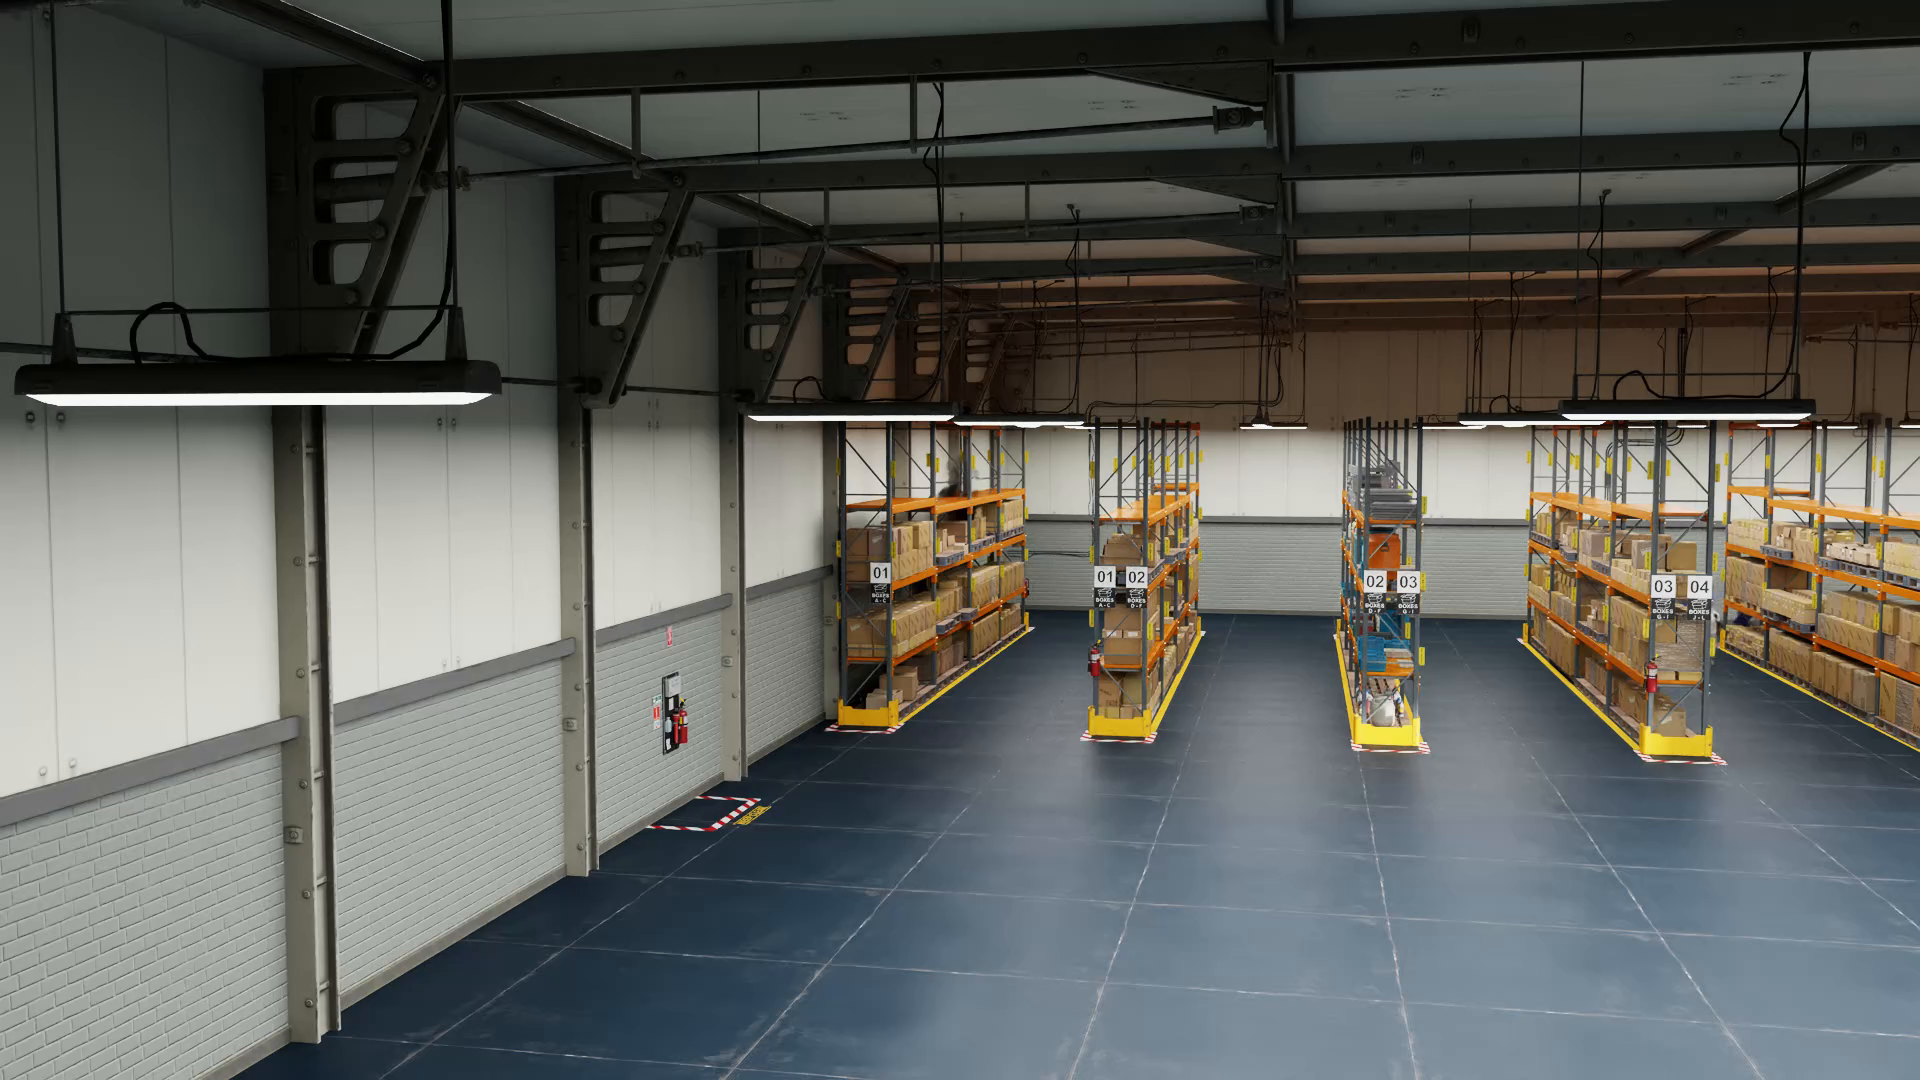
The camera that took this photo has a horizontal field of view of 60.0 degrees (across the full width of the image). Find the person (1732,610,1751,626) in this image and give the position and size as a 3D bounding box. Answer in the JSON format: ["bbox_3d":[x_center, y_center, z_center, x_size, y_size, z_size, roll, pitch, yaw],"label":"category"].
[{"bbox_3d":[21.326,2.024,45.344,0.705,1.484,1.048,-3,5,-43],"label":"person"}]

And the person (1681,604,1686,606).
[{"bbox_3d":[19.290,2.025,44.507,0.690,1.670,0.640,-3,5,-37],"label":"person"}]

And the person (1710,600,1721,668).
[{"bbox_3d":[18.158,2.280,40.302,0.580,1.665,0.523,1,4,14],"label":"person"}]
